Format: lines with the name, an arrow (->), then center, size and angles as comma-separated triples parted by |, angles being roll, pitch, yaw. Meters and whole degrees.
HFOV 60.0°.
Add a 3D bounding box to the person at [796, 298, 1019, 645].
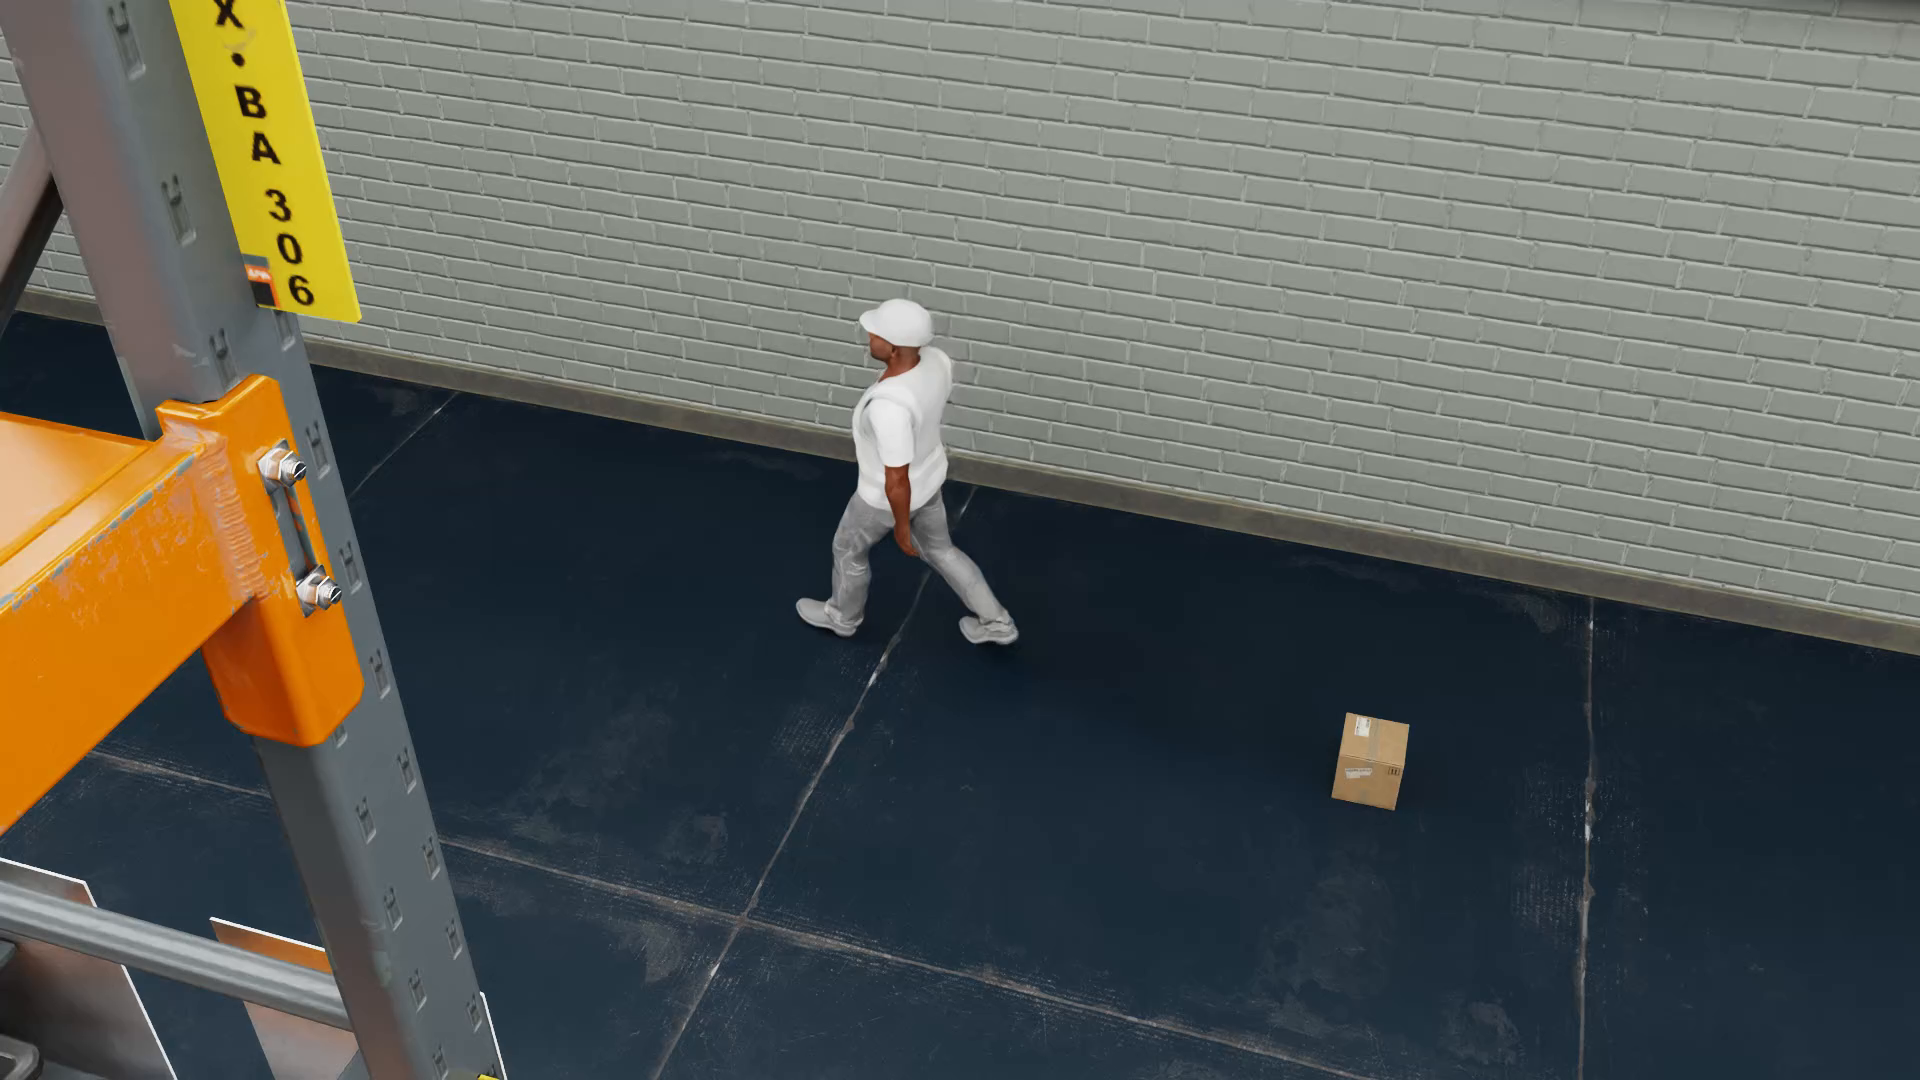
person -> -0.242, -0.248, 6.962 | 1.037, 1.725, 0.564 | 18, 40, 22
